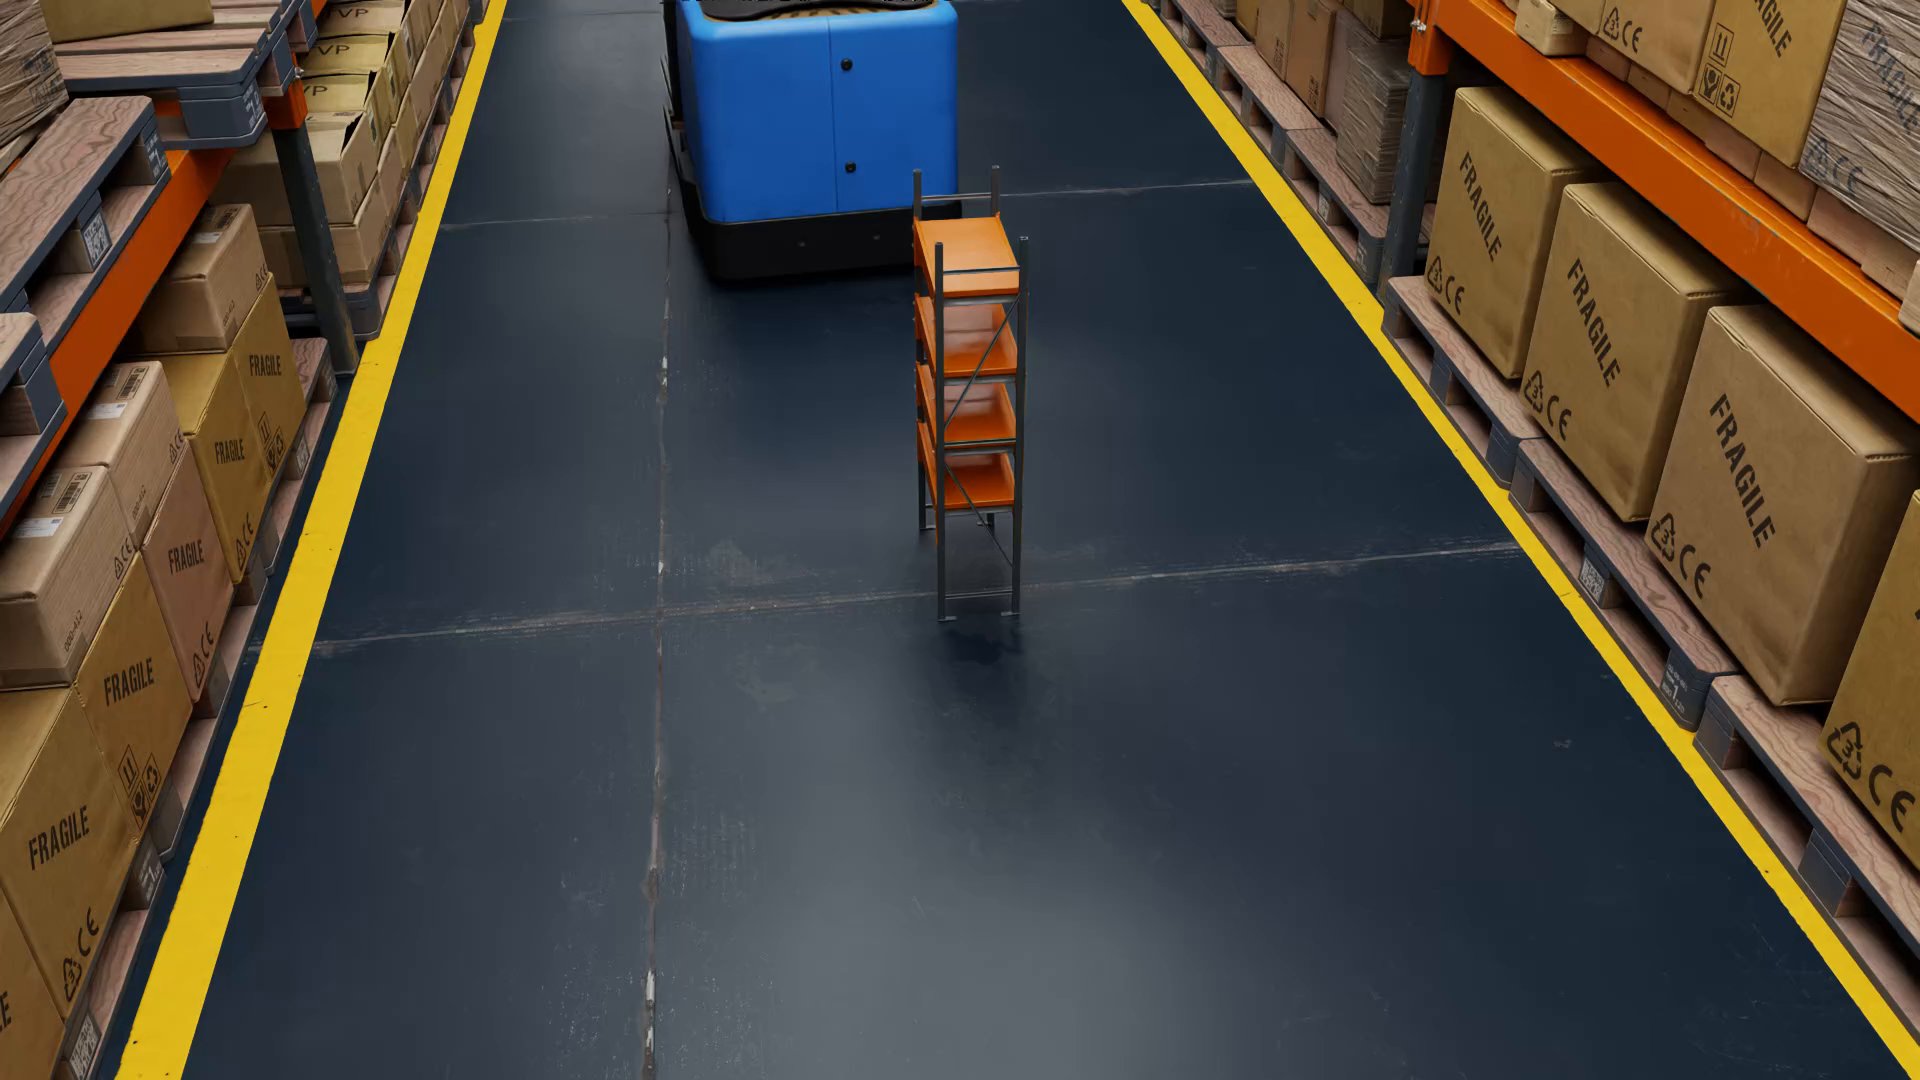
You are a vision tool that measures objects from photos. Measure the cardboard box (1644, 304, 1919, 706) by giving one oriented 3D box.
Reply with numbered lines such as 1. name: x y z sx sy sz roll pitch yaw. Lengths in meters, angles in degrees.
1. cardboard box: 2.372 -0.118 4.295 0.750 0.750 0.750 -3 34 -5

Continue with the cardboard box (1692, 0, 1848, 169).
1. cardboard box: 2.189 -1.238 4.033 0.500 0.500 0.500 -3 34 -5

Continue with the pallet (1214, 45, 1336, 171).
1. pallet: 1.908 -2.179 8.260 1.003 0.211 1.213 -4 35 -6

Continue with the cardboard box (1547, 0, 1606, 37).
1. cardboard box: 2.045 -1.805 4.865 0.500 0.500 0.500 -3 34 -5

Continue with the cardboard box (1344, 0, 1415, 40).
1. cardboard box: 2.009 -2.396 7.265 0.500 0.250 0.500 -4 34 -5

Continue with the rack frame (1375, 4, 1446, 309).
1. rack frame: 2.172 -2.216 5.838 1.000 3.000 0.127 -4 35 -6

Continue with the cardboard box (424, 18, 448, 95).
1. cardboard box: -2.795 -2.331 8.076 0.500 0.250 0.500 -4 34 -5

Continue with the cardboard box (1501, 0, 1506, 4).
1. cardboard box: 1.987 -1.919 5.608 0.380 0.149 0.250 -5 35 -7

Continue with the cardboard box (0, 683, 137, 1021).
1. cardboard box: -2.104 0.659 3.448 0.500 0.500 0.500 -4 34 -6

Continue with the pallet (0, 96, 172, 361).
1. pallet: -2.470 -0.675 3.747 1.003 0.211 1.213 -4 35 -6

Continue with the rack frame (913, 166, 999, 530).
1. rack frame: -0.011 -0.540 4.976 0.240 1.200 0.015 -4 35 -6

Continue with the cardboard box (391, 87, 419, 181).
1. cardboard box: -2.660 -1.761 7.239 0.500 0.250 0.500 -5 35 -8

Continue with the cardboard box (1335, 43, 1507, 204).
1. cardboard box: 2.024 -1.763 7.002 0.700 0.500 0.500 -4 34 -6

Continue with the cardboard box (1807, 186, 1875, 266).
1. cardboard box: 2.257 -0.768 3.919 0.380 0.149 0.250 -5 35 -8

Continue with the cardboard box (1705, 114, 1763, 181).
1. cardboard box: 2.204 -1.064 4.353 0.380 0.149 0.250 -4 34 -6

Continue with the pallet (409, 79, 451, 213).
1. pallet: -2.969 -1.828 7.745 1.003 0.211 1.213 -4 35 -6

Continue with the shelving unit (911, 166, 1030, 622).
1. shelving unit: 0.022 -0.403 4.777 0.258 1.200 0.503 -4 35 -6

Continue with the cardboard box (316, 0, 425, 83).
1. cardboard box: -2.730 -2.287 7.512 0.500 0.311 0.500 -5 35 -7

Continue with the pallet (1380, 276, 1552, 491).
1. pallet: 2.204 -0.618 5.970 1.003 0.211 1.213 -4 35 -6

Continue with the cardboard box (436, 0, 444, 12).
1. cardboard box: -2.859 -2.846 8.333 0.500 0.311 0.500 -3 34 -5

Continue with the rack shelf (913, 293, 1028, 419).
1. rack shelf: 0.022 -0.533 4.688 0.258 0.148 0.480 -4 35 -6

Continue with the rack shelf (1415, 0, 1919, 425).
1. rack shelf: 2.441 -0.803 4.403 1.077 0.370 4.000 -4 35 -6

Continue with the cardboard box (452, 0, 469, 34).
1. cardboard box: -2.931 -2.899 8.909 0.500 0.250 0.500 -5 35 -7

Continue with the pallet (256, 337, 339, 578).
1. pallet: -2.673 -0.267 5.454 1.003 0.211 1.213 -4 35 -6

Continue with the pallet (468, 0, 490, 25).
1. pallet: -3.339 -3.366 10.001 1.003 0.211 1.213 -4 35 -6

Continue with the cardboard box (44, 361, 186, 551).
1. cardboard box: -2.224 -0.192 4.031 0.500 0.250 0.500 -5 35 -7

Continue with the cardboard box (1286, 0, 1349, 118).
1. cardboard box: 1.975 -2.334 7.841 0.700 0.500 0.500 -5 35 -7

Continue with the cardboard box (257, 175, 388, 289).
1. cardboard box: -2.515 -1.191 6.402 0.500 0.250 0.500 -4 35 -7

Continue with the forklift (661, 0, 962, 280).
1. forklift: -0.819 -3.077 7.163 1.130 2.935 3.031 -7 35 -11

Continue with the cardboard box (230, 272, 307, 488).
1. cardboard box: -2.377 -0.484 5.125 0.500 0.500 0.500 -3 34 -5

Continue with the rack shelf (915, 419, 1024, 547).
1. rack shelf: 0.022 -0.184 4.926 0.258 0.148 0.480 -4 35 -6

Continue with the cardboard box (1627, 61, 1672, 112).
1. cardboard box: 2.164 -1.348 4.770 0.380 0.149 0.250 -4 34 -5

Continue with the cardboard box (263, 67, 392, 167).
1. cardboard box: -2.594 -1.715 6.674 0.500 0.311 0.500 -5 35 -8

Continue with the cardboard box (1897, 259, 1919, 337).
1. cardboard box: 2.243 -0.486 3.504 0.380 0.149 0.250 -4 35 -6

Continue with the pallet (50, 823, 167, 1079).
1. pallet: -2.345 1.095 3.457 1.003 0.211 1.213 -4 35 -6

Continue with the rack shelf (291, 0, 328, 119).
1. rack shelf: -3.005 -2.658 7.125 1.077 0.370 4.000 -4 35 -6

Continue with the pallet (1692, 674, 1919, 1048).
1. pallet: 2.532 0.743 3.972 1.003 0.211 1.213 -4 35 -6

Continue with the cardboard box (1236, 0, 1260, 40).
1. cardboard box: 1.869 -2.903 8.675 0.700 0.500 0.500 -5 35 -7

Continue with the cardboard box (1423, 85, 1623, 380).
1. cardboard box: 2.141 -1.081 5.709 0.750 0.750 0.750 -5 35 -7

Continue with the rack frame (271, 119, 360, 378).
1. rack frame: -2.736 -1.839 5.285 1.000 3.000 0.127 -4 35 -6

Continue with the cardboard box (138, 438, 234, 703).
1. cardboard box: -2.231 0.098 4.272 0.500 0.500 0.500 -6 35 -8

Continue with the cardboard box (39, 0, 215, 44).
1. cardboard box: -2.540 -1.711 4.635 0.700 0.500 0.500 -16 37 -22

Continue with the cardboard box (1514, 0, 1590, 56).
1. cardboard box: 1.964 -1.623 5.174 0.380 0.149 0.250 -3 34 -5
